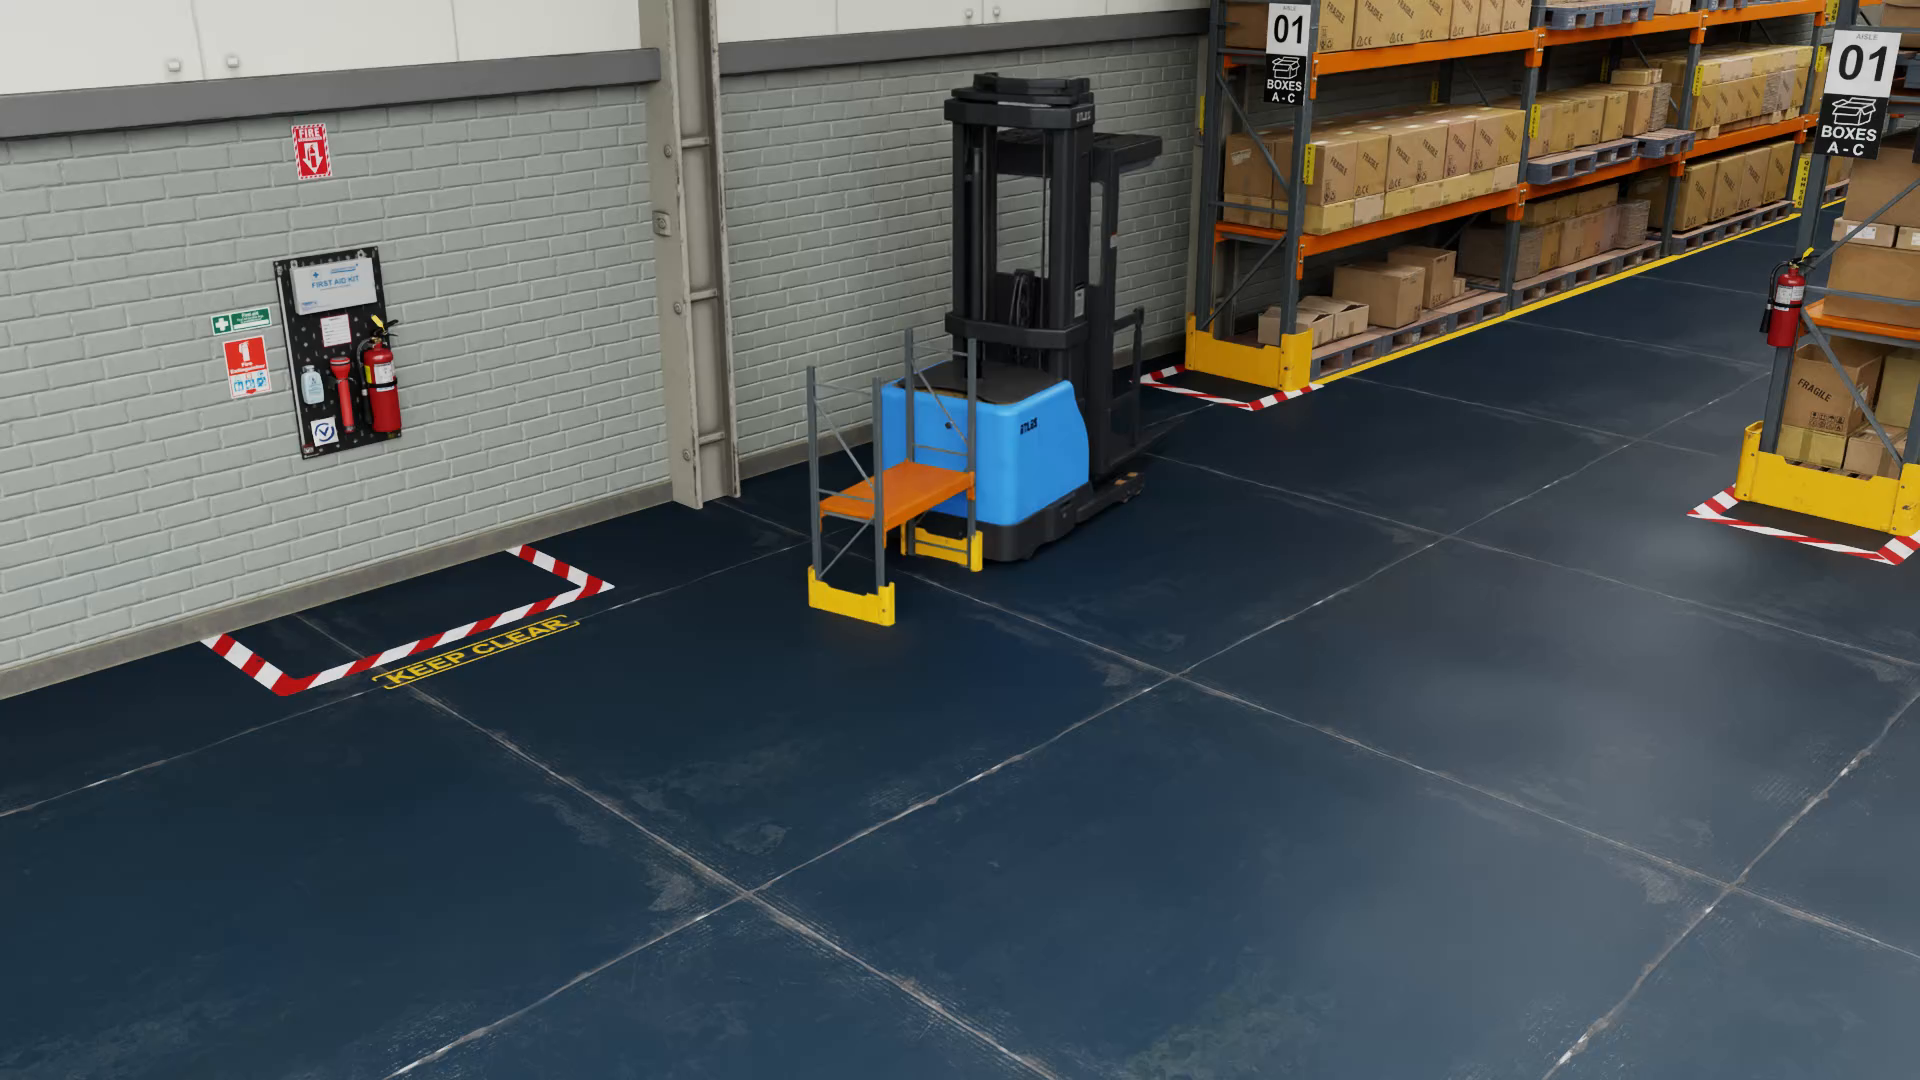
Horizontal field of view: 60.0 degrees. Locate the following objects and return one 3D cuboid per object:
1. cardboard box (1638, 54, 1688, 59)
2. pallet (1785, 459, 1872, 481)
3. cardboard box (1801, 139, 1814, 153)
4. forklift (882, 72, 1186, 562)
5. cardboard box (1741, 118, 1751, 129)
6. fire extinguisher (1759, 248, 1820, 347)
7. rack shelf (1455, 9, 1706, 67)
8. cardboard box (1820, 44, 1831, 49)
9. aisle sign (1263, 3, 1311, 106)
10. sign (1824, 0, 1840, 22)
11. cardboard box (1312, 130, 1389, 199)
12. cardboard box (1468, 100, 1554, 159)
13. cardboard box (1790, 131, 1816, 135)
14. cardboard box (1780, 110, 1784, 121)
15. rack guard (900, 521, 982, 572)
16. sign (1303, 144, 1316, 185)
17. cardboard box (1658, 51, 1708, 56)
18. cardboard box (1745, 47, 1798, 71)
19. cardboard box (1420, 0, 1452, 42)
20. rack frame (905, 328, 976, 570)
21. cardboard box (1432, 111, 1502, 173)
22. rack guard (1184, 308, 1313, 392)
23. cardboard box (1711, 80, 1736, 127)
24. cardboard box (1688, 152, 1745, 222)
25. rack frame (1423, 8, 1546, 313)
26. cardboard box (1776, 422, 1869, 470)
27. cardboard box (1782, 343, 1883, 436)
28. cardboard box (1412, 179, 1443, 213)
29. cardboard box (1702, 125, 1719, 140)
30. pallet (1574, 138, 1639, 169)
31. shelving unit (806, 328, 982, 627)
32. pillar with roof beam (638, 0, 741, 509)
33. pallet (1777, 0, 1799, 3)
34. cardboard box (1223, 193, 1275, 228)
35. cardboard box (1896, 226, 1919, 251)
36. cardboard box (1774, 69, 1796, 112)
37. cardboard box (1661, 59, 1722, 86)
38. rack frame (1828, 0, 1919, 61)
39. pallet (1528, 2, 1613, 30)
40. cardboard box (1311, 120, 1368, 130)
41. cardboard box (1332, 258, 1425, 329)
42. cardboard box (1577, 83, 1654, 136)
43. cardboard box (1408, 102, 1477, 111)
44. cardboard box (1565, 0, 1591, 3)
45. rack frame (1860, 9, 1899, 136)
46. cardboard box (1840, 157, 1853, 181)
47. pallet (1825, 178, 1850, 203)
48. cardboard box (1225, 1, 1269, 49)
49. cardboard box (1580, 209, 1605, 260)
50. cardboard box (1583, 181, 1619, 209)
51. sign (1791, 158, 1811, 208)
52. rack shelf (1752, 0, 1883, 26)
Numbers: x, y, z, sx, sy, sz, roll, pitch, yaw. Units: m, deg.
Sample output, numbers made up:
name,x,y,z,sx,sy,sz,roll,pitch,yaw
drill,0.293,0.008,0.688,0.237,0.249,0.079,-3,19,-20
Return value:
name,x,y,z,sx,sy,sz,roll,pitch,yaw
cardboard box,8.580,-5.764,20.263,0.500,0.250,0.500,18,27,39
pallet,6.560,-0.516,12.122,1.003,0.211,1.213,19,28,41
cardboard box,11.841,-5.475,23.132,0.250,0.149,0.380,-19,28,-40
forklift,0.673,-1.709,11.436,1.130,2.935,3.031,13,24,30
cardboard box,9.732,-5.287,20.971,0.250,0.149,0.380,-19,28,-40
fire extinguisher,5.641,-1.660,11.320,0.296,0.674,0.183,19,28,41
rack shelf,6.691,-5.456,17.909,1.077,0.370,4.000,19,28,41
cardboard box,12.818,-6.778,24.111,0.980,0.700,0.700,19,28,40
aisle sign,2.670,-3.969,13.596,0.394,0.787,0.004,19,28,41
sign,5.678,-3.526,10.762,0.100,0.325,0.005,19,28,41
cardboard box,3.405,-3.310,14.642,0.500,0.500,0.500,19,28,41
cardboard box,5.675,-4.251,17.202,0.700,0.500,0.500,19,28,41
cardboard box,12.134,-5.780,23.926,0.380,0.149,0.250,19,28,40
cardboard box,10.471,-5.542,21.634,0.250,0.149,0.380,-19,28,-40
rack guard,-0.122,0.024,10.665,0.587,0.250,0.087,13,24,30
sign,2.894,-3.117,13.797,0.100,0.325,0.005,19,28,41
cardboard box,8.940,-5.895,20.604,0.500,0.250,0.500,18,28,39
cardboard box,10.370,-6.165,21.307,0.500,0.250,0.500,-19,28,-41
cardboard box,4.035,-4.735,14.865,0.500,0.500,0.500,-18,27,-39
rack frame,-0.121,-0.560,10.442,0.500,1.500,0.032,13,24,30
cardboard box,4.843,-3.838,16.015,0.500,0.500,0.500,19,28,40
rack guard,2.558,-1.702,14.805,1.175,0.500,0.348,19,28,41
cardboard box,8.980,-5.293,20.084,0.500,0.500,0.500,-19,28,-40
cardboard box,9.308,-4.478,20.954,0.750,0.750,0.750,19,28,40
rack frame,5.295,-3.877,16.981,1.000,3.000,0.127,19,28,41
cardboard box,6.219,-0.734,12.052,0.500,0.250,0.500,19,28,41
cardboard box,6.218,-1.085,11.919,0.500,0.500,0.500,19,28,41
cardboard box,4.139,-3.230,15.479,0.500,0.250,0.500,20,28,41
cardboard box,8.909,-4.934,20.052,0.250,0.149,0.380,-19,28,-40
pallet,6.734,-4.297,18.340,1.003,0.211,1.213,19,28,41
shelving unit,-0.384,-0.408,10.046,0.587,1.500,1.083,13,24,30
pillar with roof beam,1.272,-3.426,7.445,9.100,9.000,0.400,19,28,41
pallet,10.272,-6.996,21.182,0.805,0.209,1.217,18,27,39
cardboard box,2.692,-2.957,14.768,0.500,0.250,0.500,-20,28,-41
cardboard box,6.485,-2.007,11.071,0.380,0.149,0.250,19,28,40
cardboard box,10.386,-5.813,21.436,0.500,0.500,0.500,20,28,41
cardboard box,8.607,-5.510,19.602,0.500,0.250,0.500,-19,28,-41
rack frame,6.057,-4.410,10.006,1.000,3.000,0.127,19,28,41
pallet,5.802,-5.322,16.820,1.213,0.211,1.003,19,28,41
cardboard box,3.397,-3.574,15.327,0.500,0.500,0.500,18,28,39
cardboard box,3.997,-2.365,15.919,0.700,0.500,0.500,17,27,37
cardboard box,7.395,-4.884,18.847,0.700,0.500,0.500,16,26,36
cardboard box,4.818,-4.098,16.691,0.500,0.500,0.500,18,28,39
cardboard box,6.164,-5.711,17.109,0.500,0.311,0.500,-19,28,-40
rack frame,13.667,-6.962,25.006,1.000,3.000,0.127,19,28,41
cardboard box,12.551,-5.528,24.175,0.700,0.500,0.500,18,27,39
pallet,12.314,-5.123,24.109,1.003,0.211,1.213,19,28,41
cardboard box,2.615,-4.476,14.190,0.500,0.500,0.500,-18,27,-38
cardboard box,6.852,-3.508,18.891,0.700,0.500,0.500,19,28,40
cardboard box,7.178,-3.965,19.035,0.500,0.250,0.500,-20,28,-41
sign,5.678,-2.400,11.195,0.100,0.325,0.005,19,28,41
rack shelf,12.271,-7.512,23.260,1.077,0.370,4.000,19,28,41
